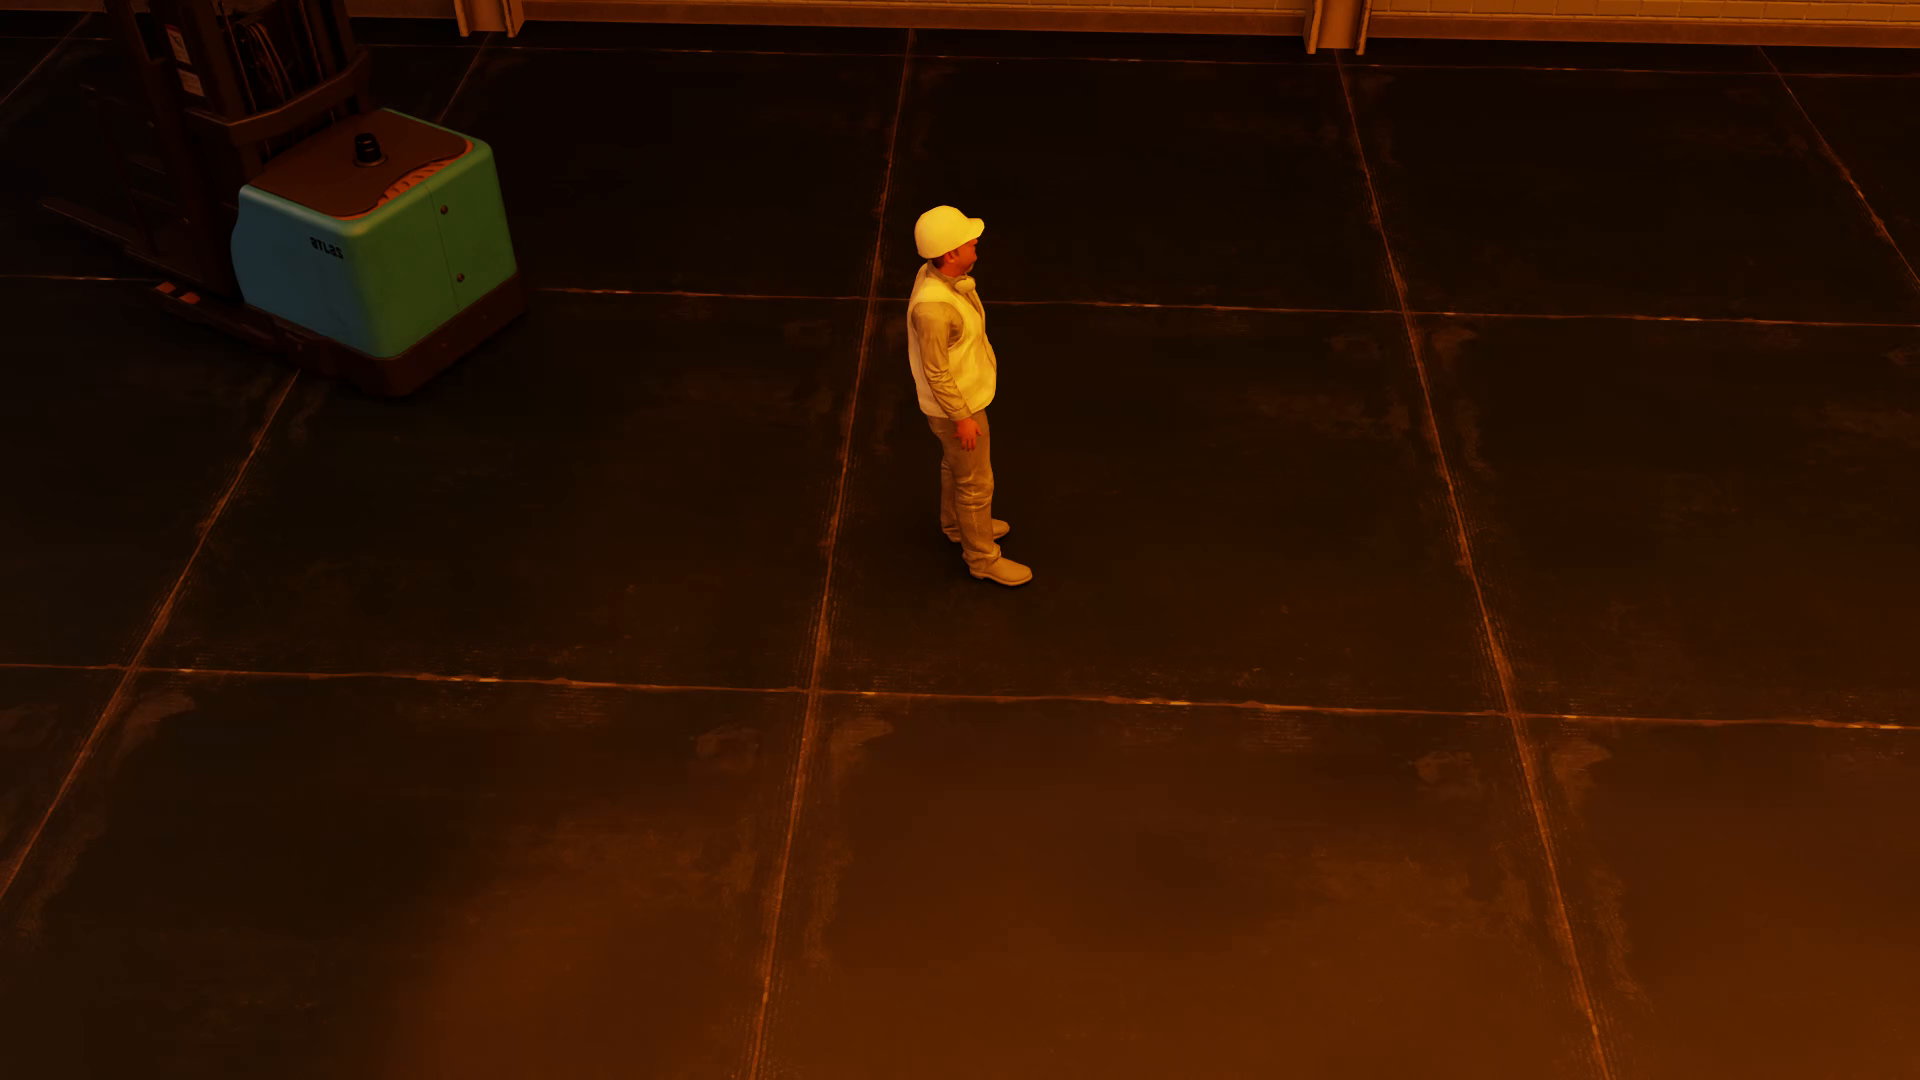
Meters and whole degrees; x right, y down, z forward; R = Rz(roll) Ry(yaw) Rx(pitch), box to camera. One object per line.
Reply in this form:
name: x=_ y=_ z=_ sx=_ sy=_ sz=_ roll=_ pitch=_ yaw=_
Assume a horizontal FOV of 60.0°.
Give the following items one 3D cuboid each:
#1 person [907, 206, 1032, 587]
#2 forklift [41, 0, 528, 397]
person: x=0.061 y=-0.653 z=7.305 sx=0.568 sy=1.773 sz=0.632 roll=2 pitch=42 yaw=2
forklift: x=-3.927 y=-2.569 z=8.557 sx=3.031 sy=2.935 sz=1.130 roll=22 pitch=47 yaw=22
